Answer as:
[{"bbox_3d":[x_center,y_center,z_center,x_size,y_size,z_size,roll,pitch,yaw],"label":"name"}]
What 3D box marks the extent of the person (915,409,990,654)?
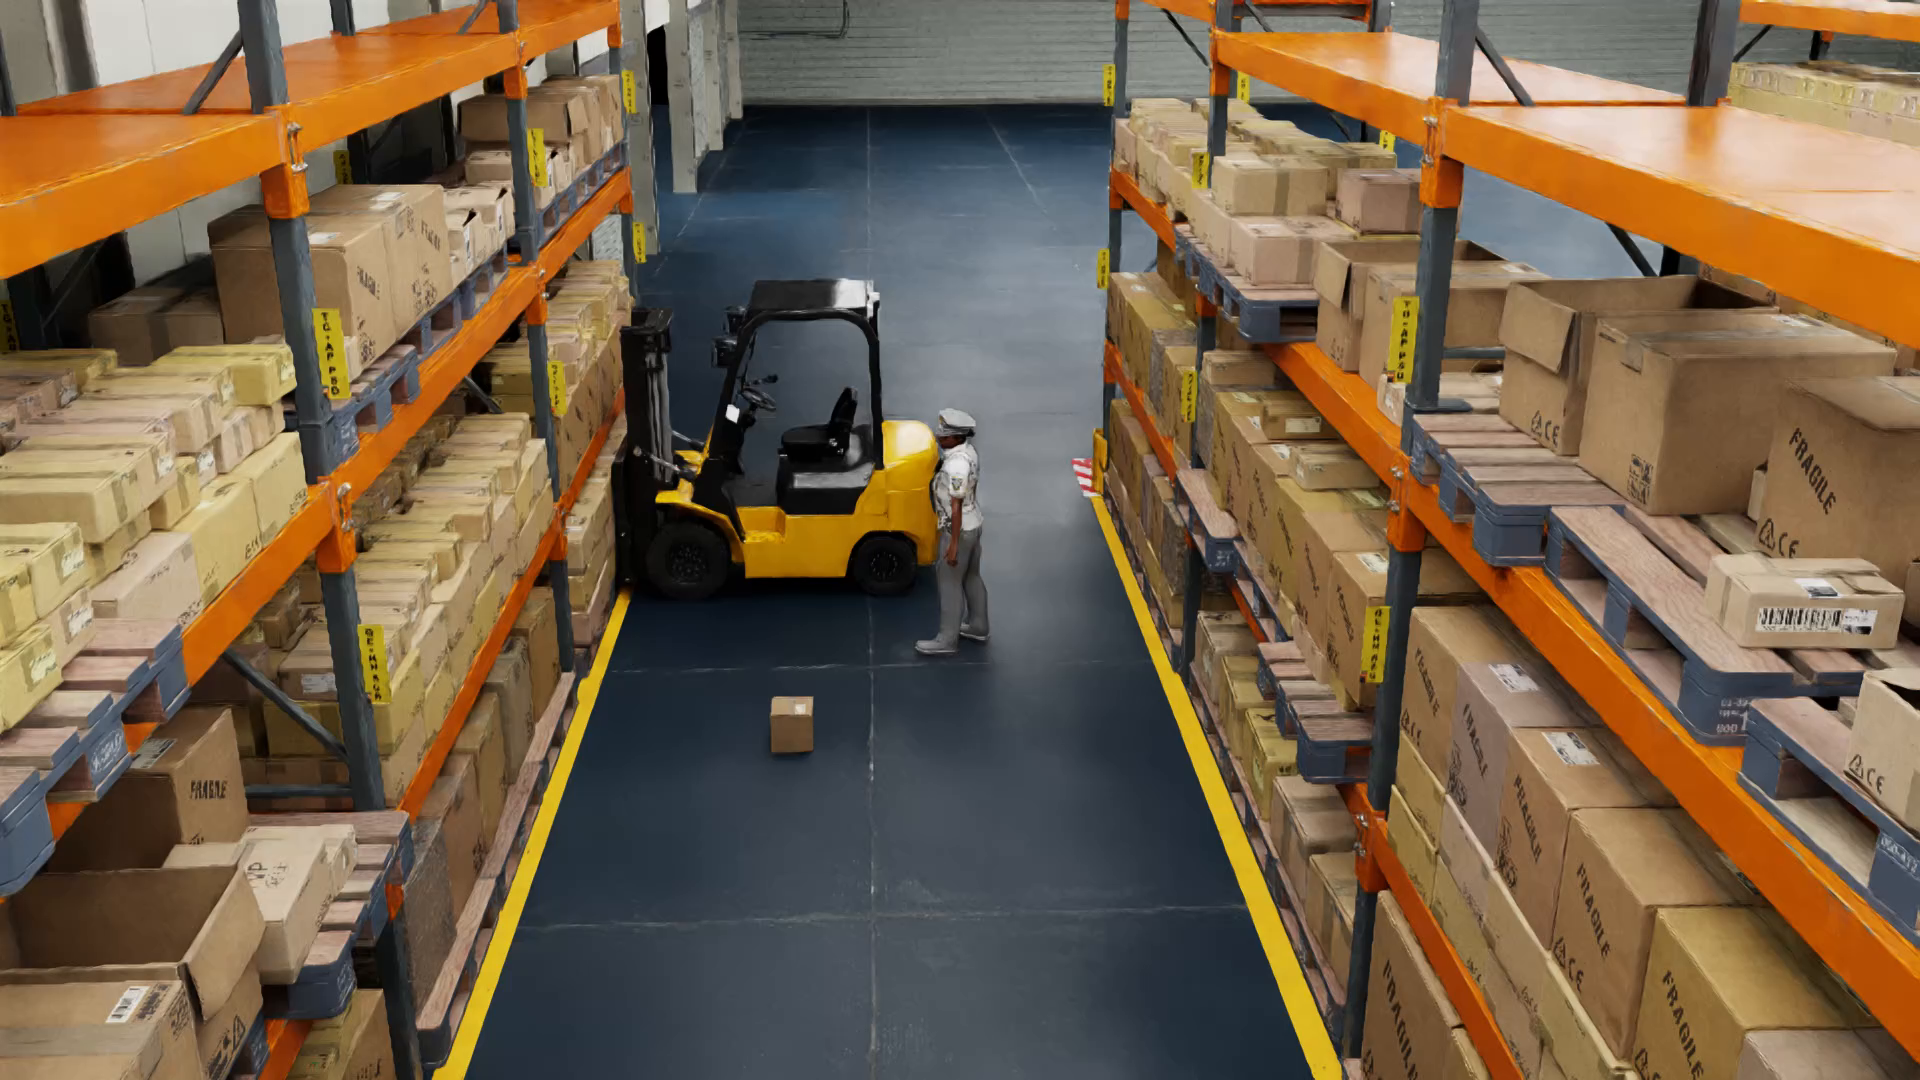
[{"bbox_3d":[-0.048,-0.059,11.157,0.482,1.672,0.571,3,21,8],"label":"person"}]
